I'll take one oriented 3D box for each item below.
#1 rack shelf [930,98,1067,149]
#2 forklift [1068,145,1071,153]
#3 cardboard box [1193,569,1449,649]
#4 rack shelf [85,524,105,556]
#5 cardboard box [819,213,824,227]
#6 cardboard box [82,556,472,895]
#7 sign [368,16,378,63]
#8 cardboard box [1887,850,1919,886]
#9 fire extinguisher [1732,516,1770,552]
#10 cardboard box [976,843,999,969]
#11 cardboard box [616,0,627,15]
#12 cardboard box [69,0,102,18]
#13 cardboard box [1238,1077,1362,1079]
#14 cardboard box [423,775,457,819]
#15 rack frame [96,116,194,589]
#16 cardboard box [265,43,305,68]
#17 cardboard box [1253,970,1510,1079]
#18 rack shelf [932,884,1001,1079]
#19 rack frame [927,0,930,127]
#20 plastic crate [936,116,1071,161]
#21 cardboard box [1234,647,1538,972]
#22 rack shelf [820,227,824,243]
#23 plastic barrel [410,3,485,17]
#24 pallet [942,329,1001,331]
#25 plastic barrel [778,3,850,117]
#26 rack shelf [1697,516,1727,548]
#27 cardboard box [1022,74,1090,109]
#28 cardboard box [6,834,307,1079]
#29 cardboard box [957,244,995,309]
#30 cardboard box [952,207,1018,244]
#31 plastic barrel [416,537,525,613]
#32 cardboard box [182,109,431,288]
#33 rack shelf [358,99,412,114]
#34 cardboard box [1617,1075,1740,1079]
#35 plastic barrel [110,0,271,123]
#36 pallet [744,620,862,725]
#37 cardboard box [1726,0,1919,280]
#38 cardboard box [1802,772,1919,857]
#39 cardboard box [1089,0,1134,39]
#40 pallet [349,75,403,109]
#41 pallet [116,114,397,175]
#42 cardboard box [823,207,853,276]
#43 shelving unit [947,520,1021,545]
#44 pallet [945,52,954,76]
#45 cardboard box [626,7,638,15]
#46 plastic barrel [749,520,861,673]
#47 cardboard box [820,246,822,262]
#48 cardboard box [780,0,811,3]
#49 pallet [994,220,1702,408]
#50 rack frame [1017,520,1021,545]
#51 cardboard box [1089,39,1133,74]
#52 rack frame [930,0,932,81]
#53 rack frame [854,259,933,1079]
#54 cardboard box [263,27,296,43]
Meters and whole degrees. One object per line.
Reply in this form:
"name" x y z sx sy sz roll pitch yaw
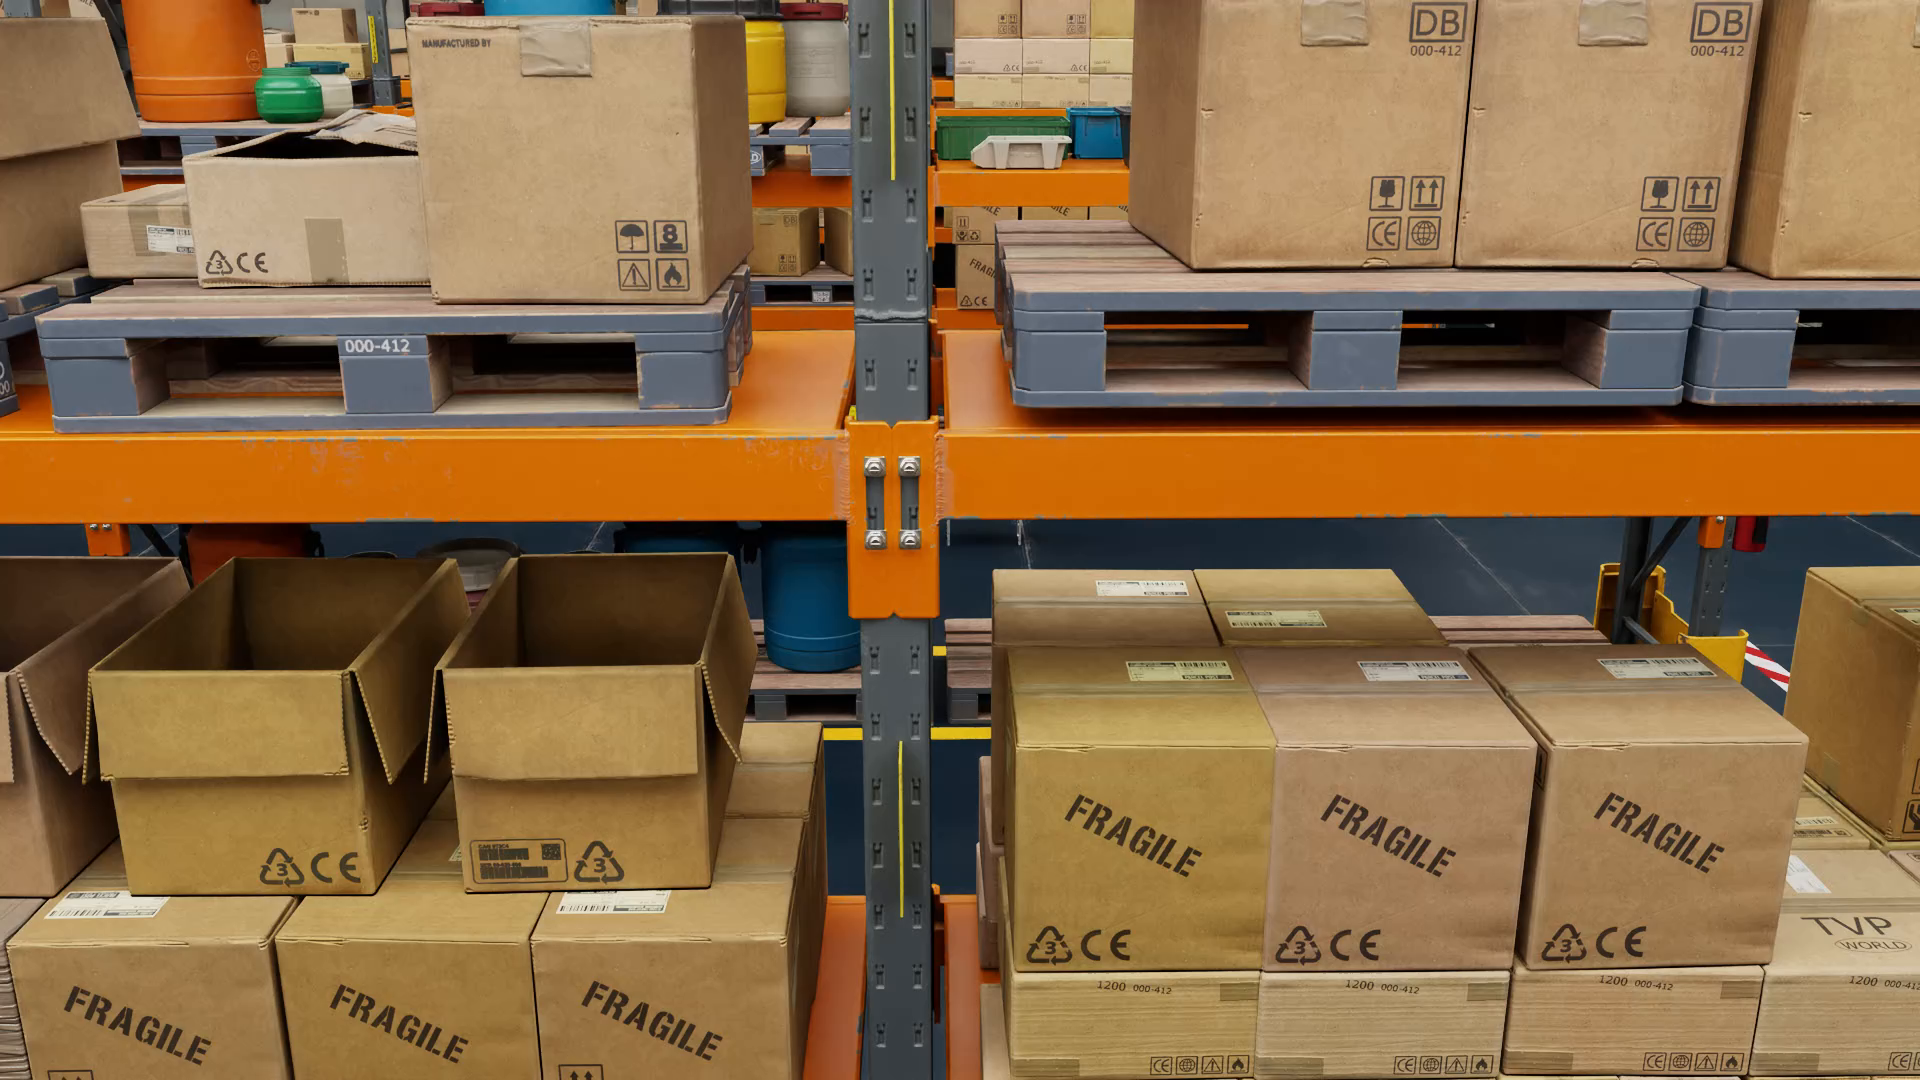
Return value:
"rack shelf" 1.718 -3.224 12.953 4.000 0.370 1.077 0 18 -1
"forklift" 0.721 -2.849 15.630 3.031 2.935 1.130 0 18 1
"cardboard box" 0.827 0.385 3.967 0.500 0.500 0.500 0 18 0
"rack shelf" -6.207 -0.244 8.575 4.000 0.370 1.077 0 18 -1
"cardboard box" -1.473 -3.428 17.701 0.250 0.149 0.380 0 18 -1
"cardboard box" -1.454 0.377 3.654 0.637 0.503 0.797 0 18 0
"sign" -4.281 -3.652 12.133 0.005 0.325 0.100 0 18 -1
"cardboard box" 2.374 0.896 3.602 0.500 0.250 0.500 -1 18 -3
"fire extinguisher" 3.950 -0.282 8.254 0.183 0.674 0.296 0 18 -1
"cardboard box" 0.170 0.915 4.194 0.250 0.149 0.380 0 18 -1
"cardboard box" -2.825 -4.066 12.601 0.500 0.500 0.500 0 18 -1
"cardboard box" -8.860 -5.479 16.972 0.500 0.500 0.500 -2 18 -6
"cardboard box" 0.698 1.114 3.574 0.250 0.149 0.380 0 18 1
"cardboard box" -1.096 0.778 4.047 0.500 0.500 0.500 0 18 -1
"rack frame" -4.207 -0.596 8.495 0.127 3.000 1.000 0 18 -1
"cardboard box" -5.258 -3.638 12.626 0.500 0.250 0.500 0 18 1
"cardboard box" 0.842 0.904 3.577 0.500 0.250 0.500 0 18 -1
"rack shelf" 1.870 1.230 3.979 4.000 0.370 1.077 0 18 -1
"rack frame" -0.208 -3.472 7.639 0.127 3.000 1.000 0 18 -1
"plastic crate" 0.211 -2.037 8.423 0.662 0.188 0.450 0 18 -1
"cardboard box" 0.846 0.546 3.466 0.500 0.500 0.500 0 18 -1
"rack shelf" -2.364 -3.289 18.067 4.000 0.370 1.077 0 18 -1
"plastic barrel" -2.437 -2.344 8.122 0.433 0.535 0.433 0 18 0
"pallet" 0.397 -2.293 18.350 1.213 0.211 1.003 0 18 -1
"plastic barrel" -0.738 -2.382 8.243 0.433 0.535 0.433 0 18 0
"rack shelf" 1.792 -0.282 8.695 4.000 0.370 1.077 0 18 -1
"cardboard box" 0.708 -3.413 12.611 0.500 0.250 0.500 0 18 -1
"cardboard box" -1.610 0.940 3.542 0.500 0.500 0.500 0 18 -2
"cardboard box" 0.232 -2.095 13.004 0.500 0.500 0.500 0 18 1
"cardboard box" 0.193 -2.568 12.842 0.500 0.500 0.500 0 18 1
"plastic barrel" -2.589 0.339 8.840 0.708 0.588 0.600 0 18 -1
"cardboard box" -1.228 -0.711 3.400 0.500 0.311 0.500 -1 18 -3
"rack shelf" -6.281 -3.185 12.833 4.000 0.370 1.077 0 18 -1
"cardboard box" 1.468 1.111 3.586 0.250 0.149 0.380 0 18 0
"plastic barrel" -3.640 -2.431 7.913 0.708 0.830 0.600 0 18 -1
"pallet" -0.980 0.703 9.009 1.213 0.211 1.003 0 18 -1
"cardboard box" 1.715 -0.809 3.232 0.500 0.500 0.700 1 18 2
"cardboard box" 2.364 0.734 4.109 0.500 0.250 0.500 -1 18 -3
"cardboard box" 1.205 -4.058 12.575 0.500 0.500 0.700 0 18 -1
"pallet" -4.959 -3.417 12.686 1.003 0.211 1.213 1 18 2
"pallet" -3.441 -1.908 7.984 1.213 0.211 1.003 0 18 -1
"cardboard box" -0.759 -2.442 13.398 0.500 0.500 0.700 -6 19 -19
"shelving unit" 0.166 -0.572 11.367 0.503 1.200 0.258 0 18 -1
"pallet" 0.454 -5.028 17.545 1.213 0.211 1.003 0 18 -1
"cardboard box" -3.351 -5.346 17.507 0.500 0.500 0.700 -1 18 -4
"plastic barrel" -0.752 0.181 8.820 0.708 0.901 0.600 0 18 -1
"cardboard box" -1.901 -2.769 18.102 0.750 0.750 0.750 0 18 1
"cardboard box" -1.455 -3.862 12.749 0.600 0.600 0.600 0 18 -1
"pallet" 0.689 -0.489 3.397 1.213 0.211 1.003 0 18 -1
"rack frame" 0.409 -0.573 11.370 0.015 1.200 0.240 0 18 -1
"cardboard box" 1.208 -3.651 12.536 0.500 0.250 0.500 0 18 -1
"rack frame" -0.282 -4.985 12.355 0.127 3.000 1.000 0 18 -1
"rack frame" -0.129 0.897 3.839 0.127 3.000 1.000 0 18 -1
"cardboard box" -7.199 -5.170 17.300 0.500 0.311 0.500 0 18 1
